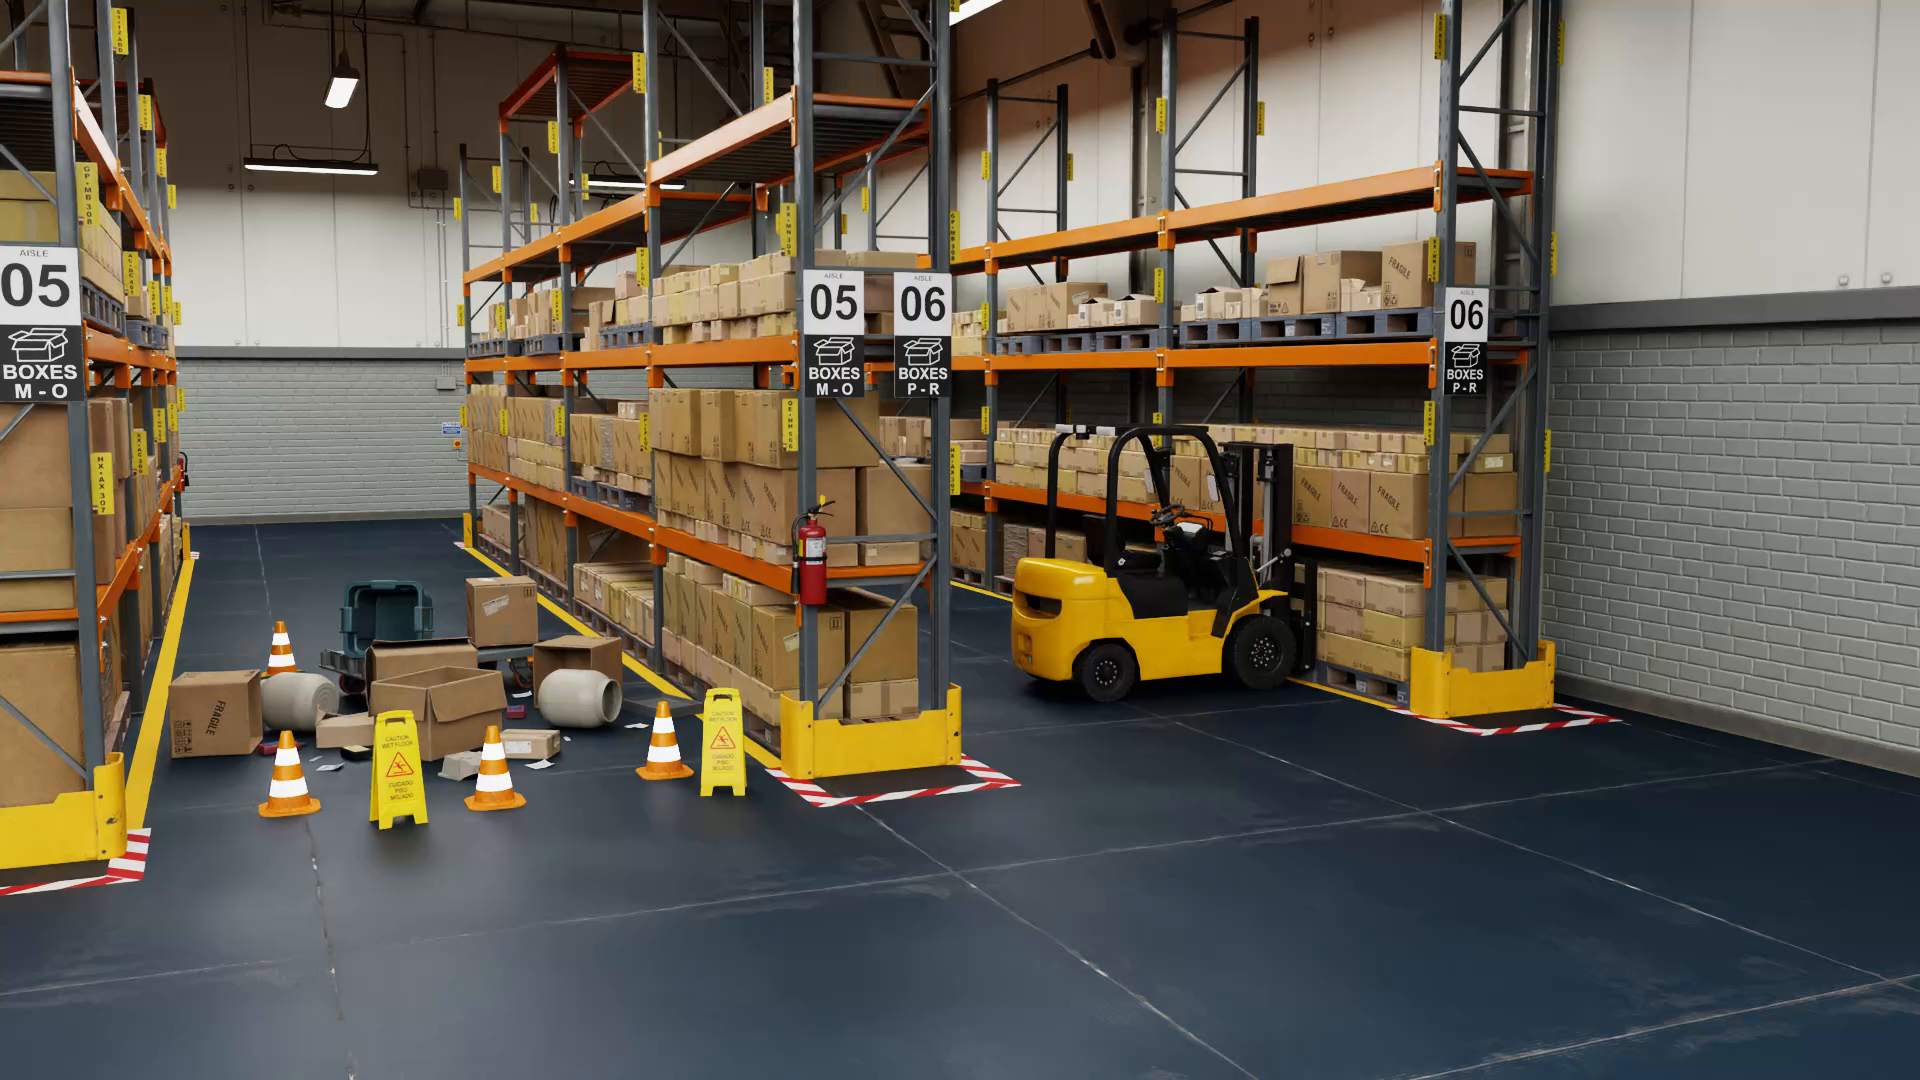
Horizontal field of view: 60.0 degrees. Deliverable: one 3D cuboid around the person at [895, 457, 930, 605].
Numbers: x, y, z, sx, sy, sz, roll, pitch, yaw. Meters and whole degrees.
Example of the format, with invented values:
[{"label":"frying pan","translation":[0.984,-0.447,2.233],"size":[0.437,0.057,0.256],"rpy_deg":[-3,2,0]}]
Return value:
[{"label":"person","translation":[-0.509,-0.084,18.353],"size":[0.625,1.654,0.512],"rpy_deg":[2,6,21]}]
